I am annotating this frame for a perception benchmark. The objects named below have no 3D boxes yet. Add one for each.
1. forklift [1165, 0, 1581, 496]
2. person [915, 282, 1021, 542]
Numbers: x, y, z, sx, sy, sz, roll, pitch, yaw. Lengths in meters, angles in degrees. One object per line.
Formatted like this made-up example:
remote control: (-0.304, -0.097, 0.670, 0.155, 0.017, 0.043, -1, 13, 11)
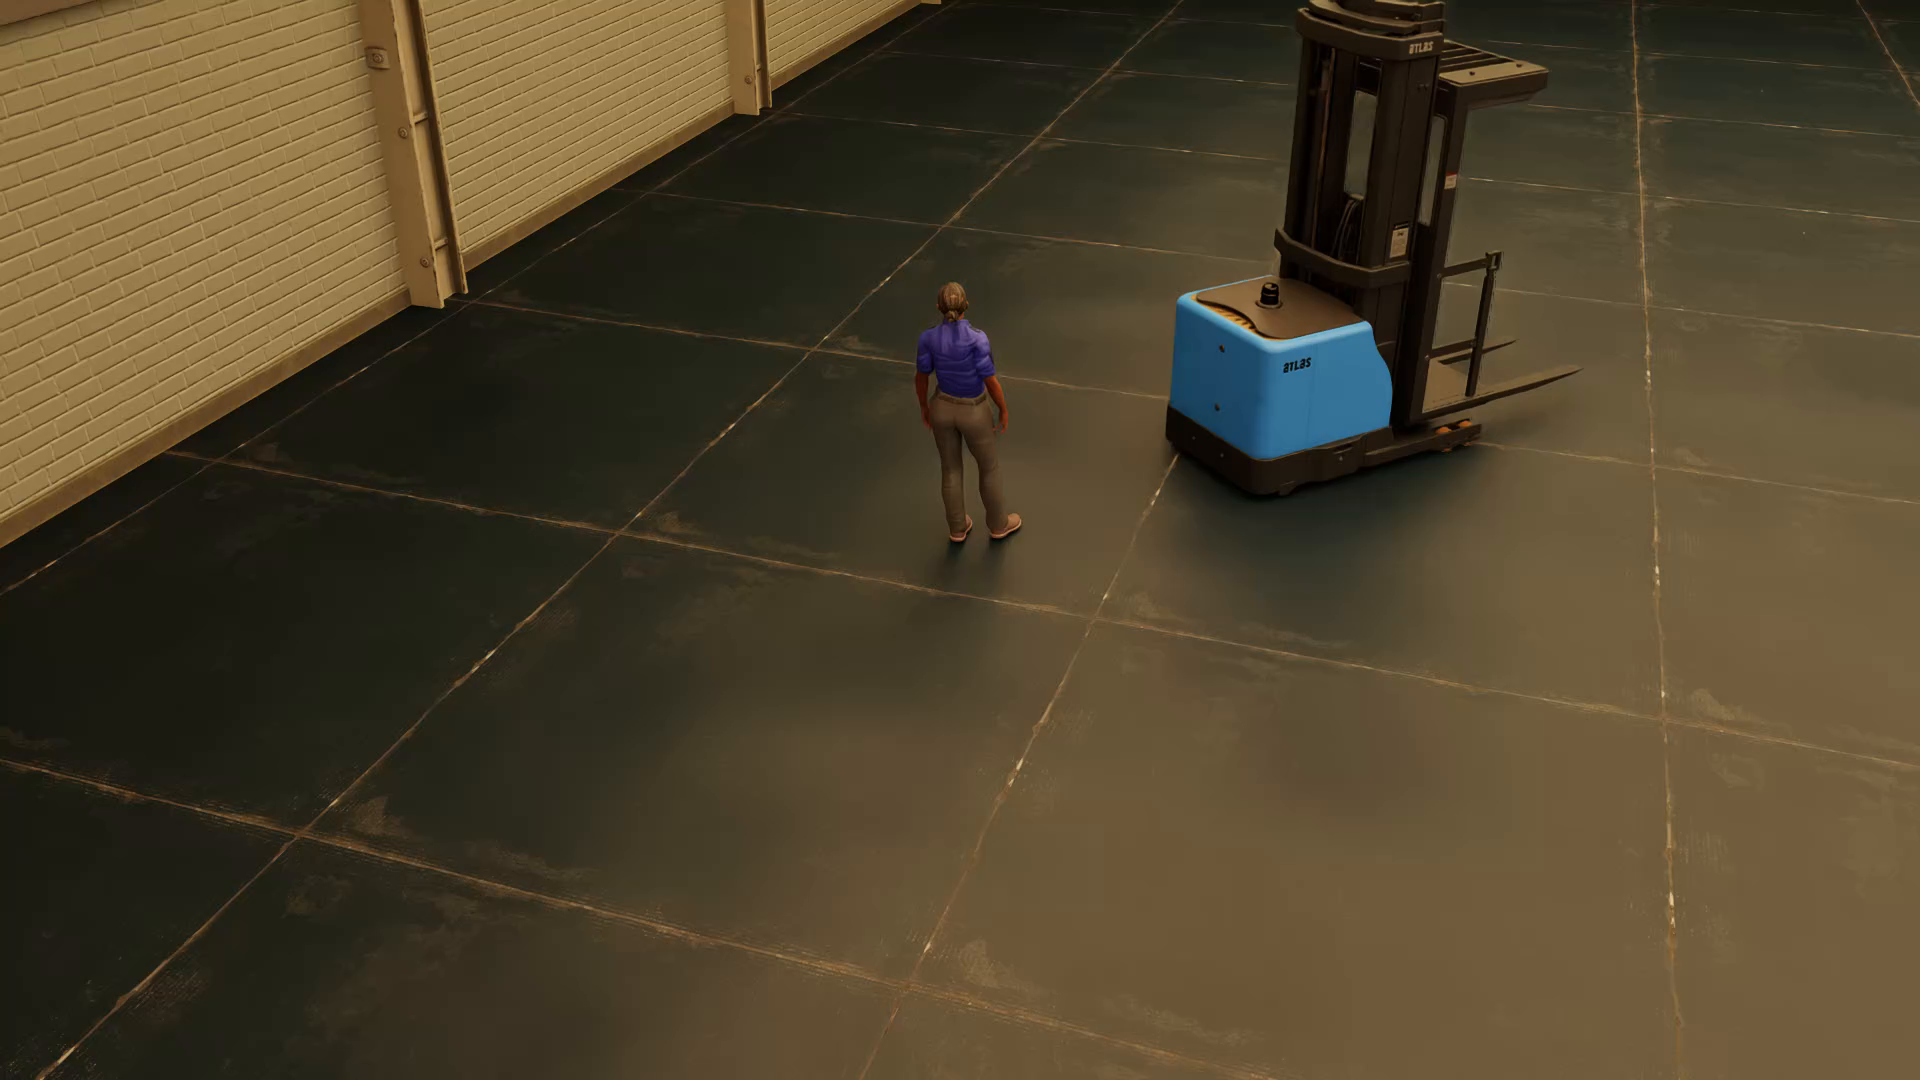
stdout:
forklift: (2.918, -2.071, 10.770, 3.031, 2.935, 1.130, -16, 33, -25)
person: (0.047, -0.763, 9.749, 0.570, 1.654, 0.504, 10, 31, 16)
